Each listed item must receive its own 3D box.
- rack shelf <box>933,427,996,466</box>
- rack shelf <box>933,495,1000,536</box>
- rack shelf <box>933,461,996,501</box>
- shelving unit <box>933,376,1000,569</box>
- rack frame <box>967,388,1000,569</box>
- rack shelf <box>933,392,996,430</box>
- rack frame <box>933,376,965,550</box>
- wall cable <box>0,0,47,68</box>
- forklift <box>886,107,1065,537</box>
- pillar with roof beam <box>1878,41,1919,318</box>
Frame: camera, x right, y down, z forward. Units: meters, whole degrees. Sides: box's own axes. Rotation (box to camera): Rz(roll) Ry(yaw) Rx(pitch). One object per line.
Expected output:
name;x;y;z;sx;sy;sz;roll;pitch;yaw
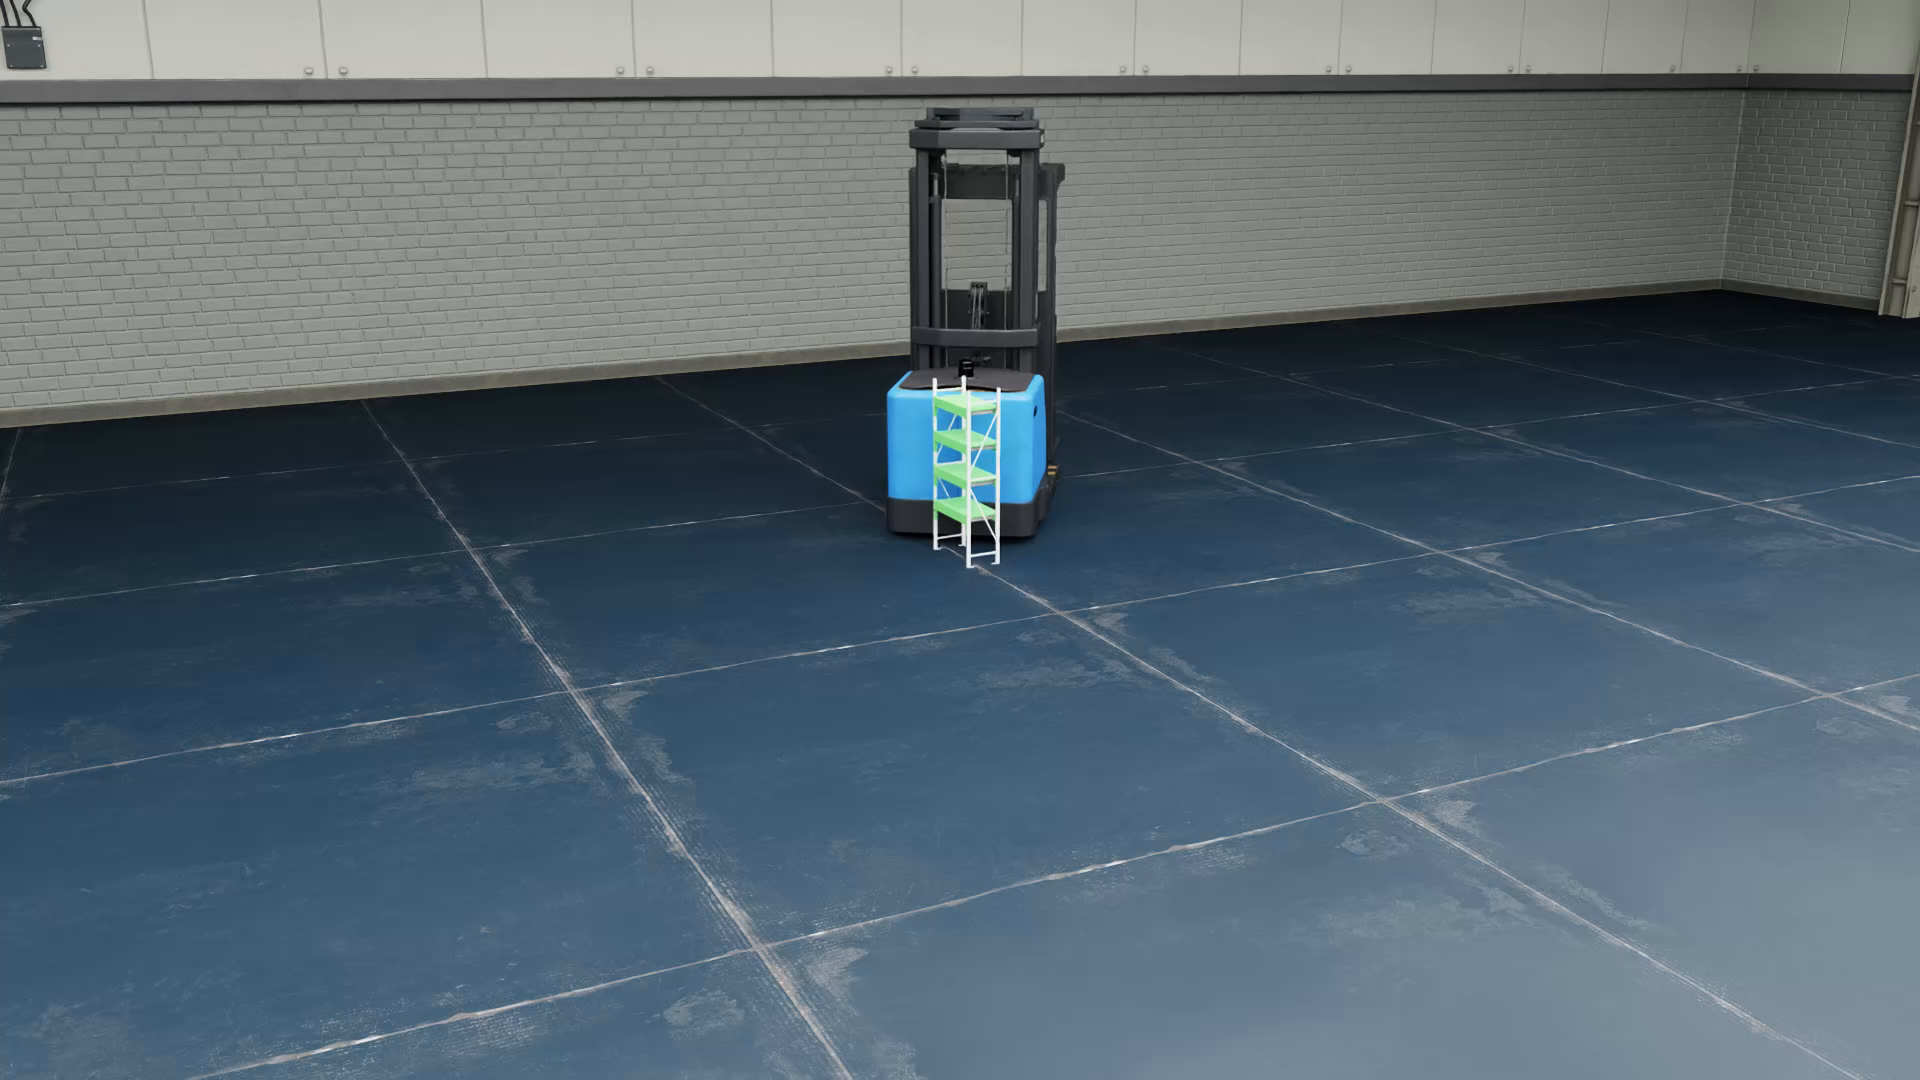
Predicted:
rack shelf;0.040;-0.631;11.135;0.258;0.148;0.480;-8;18;-26
rack shelf;0.040;-0.169;11.268;0.258;0.148;0.480;-8;18;-26
rack shelf;0.040;-0.400;11.201;0.258;0.148;0.480;-8;18;-26
shelving unit;0.040;-0.462;11.184;0.258;1.200;0.503;-8;18;-26
rack frame;0.153;-0.402;10.976;0.240;1.200;0.015;-8;18;-26
rack shelf;0.040;-0.862;11.069;0.258;0.148;0.480;-8;18;-26
rack frame;-0.073;-0.521;11.392;0.240;1.200;0.015;-8;18;-26
wall cable;-7.350;-7.182;14.298;2.305;6.003;0.169;-8;18;-25
forklift;0.205;-1.790;12.675;1.130;2.935;3.031;2;16;8
pillar with roof beam;8.657;-6.800;19.133;9.100;9.000;0.400;-8;18;-25
